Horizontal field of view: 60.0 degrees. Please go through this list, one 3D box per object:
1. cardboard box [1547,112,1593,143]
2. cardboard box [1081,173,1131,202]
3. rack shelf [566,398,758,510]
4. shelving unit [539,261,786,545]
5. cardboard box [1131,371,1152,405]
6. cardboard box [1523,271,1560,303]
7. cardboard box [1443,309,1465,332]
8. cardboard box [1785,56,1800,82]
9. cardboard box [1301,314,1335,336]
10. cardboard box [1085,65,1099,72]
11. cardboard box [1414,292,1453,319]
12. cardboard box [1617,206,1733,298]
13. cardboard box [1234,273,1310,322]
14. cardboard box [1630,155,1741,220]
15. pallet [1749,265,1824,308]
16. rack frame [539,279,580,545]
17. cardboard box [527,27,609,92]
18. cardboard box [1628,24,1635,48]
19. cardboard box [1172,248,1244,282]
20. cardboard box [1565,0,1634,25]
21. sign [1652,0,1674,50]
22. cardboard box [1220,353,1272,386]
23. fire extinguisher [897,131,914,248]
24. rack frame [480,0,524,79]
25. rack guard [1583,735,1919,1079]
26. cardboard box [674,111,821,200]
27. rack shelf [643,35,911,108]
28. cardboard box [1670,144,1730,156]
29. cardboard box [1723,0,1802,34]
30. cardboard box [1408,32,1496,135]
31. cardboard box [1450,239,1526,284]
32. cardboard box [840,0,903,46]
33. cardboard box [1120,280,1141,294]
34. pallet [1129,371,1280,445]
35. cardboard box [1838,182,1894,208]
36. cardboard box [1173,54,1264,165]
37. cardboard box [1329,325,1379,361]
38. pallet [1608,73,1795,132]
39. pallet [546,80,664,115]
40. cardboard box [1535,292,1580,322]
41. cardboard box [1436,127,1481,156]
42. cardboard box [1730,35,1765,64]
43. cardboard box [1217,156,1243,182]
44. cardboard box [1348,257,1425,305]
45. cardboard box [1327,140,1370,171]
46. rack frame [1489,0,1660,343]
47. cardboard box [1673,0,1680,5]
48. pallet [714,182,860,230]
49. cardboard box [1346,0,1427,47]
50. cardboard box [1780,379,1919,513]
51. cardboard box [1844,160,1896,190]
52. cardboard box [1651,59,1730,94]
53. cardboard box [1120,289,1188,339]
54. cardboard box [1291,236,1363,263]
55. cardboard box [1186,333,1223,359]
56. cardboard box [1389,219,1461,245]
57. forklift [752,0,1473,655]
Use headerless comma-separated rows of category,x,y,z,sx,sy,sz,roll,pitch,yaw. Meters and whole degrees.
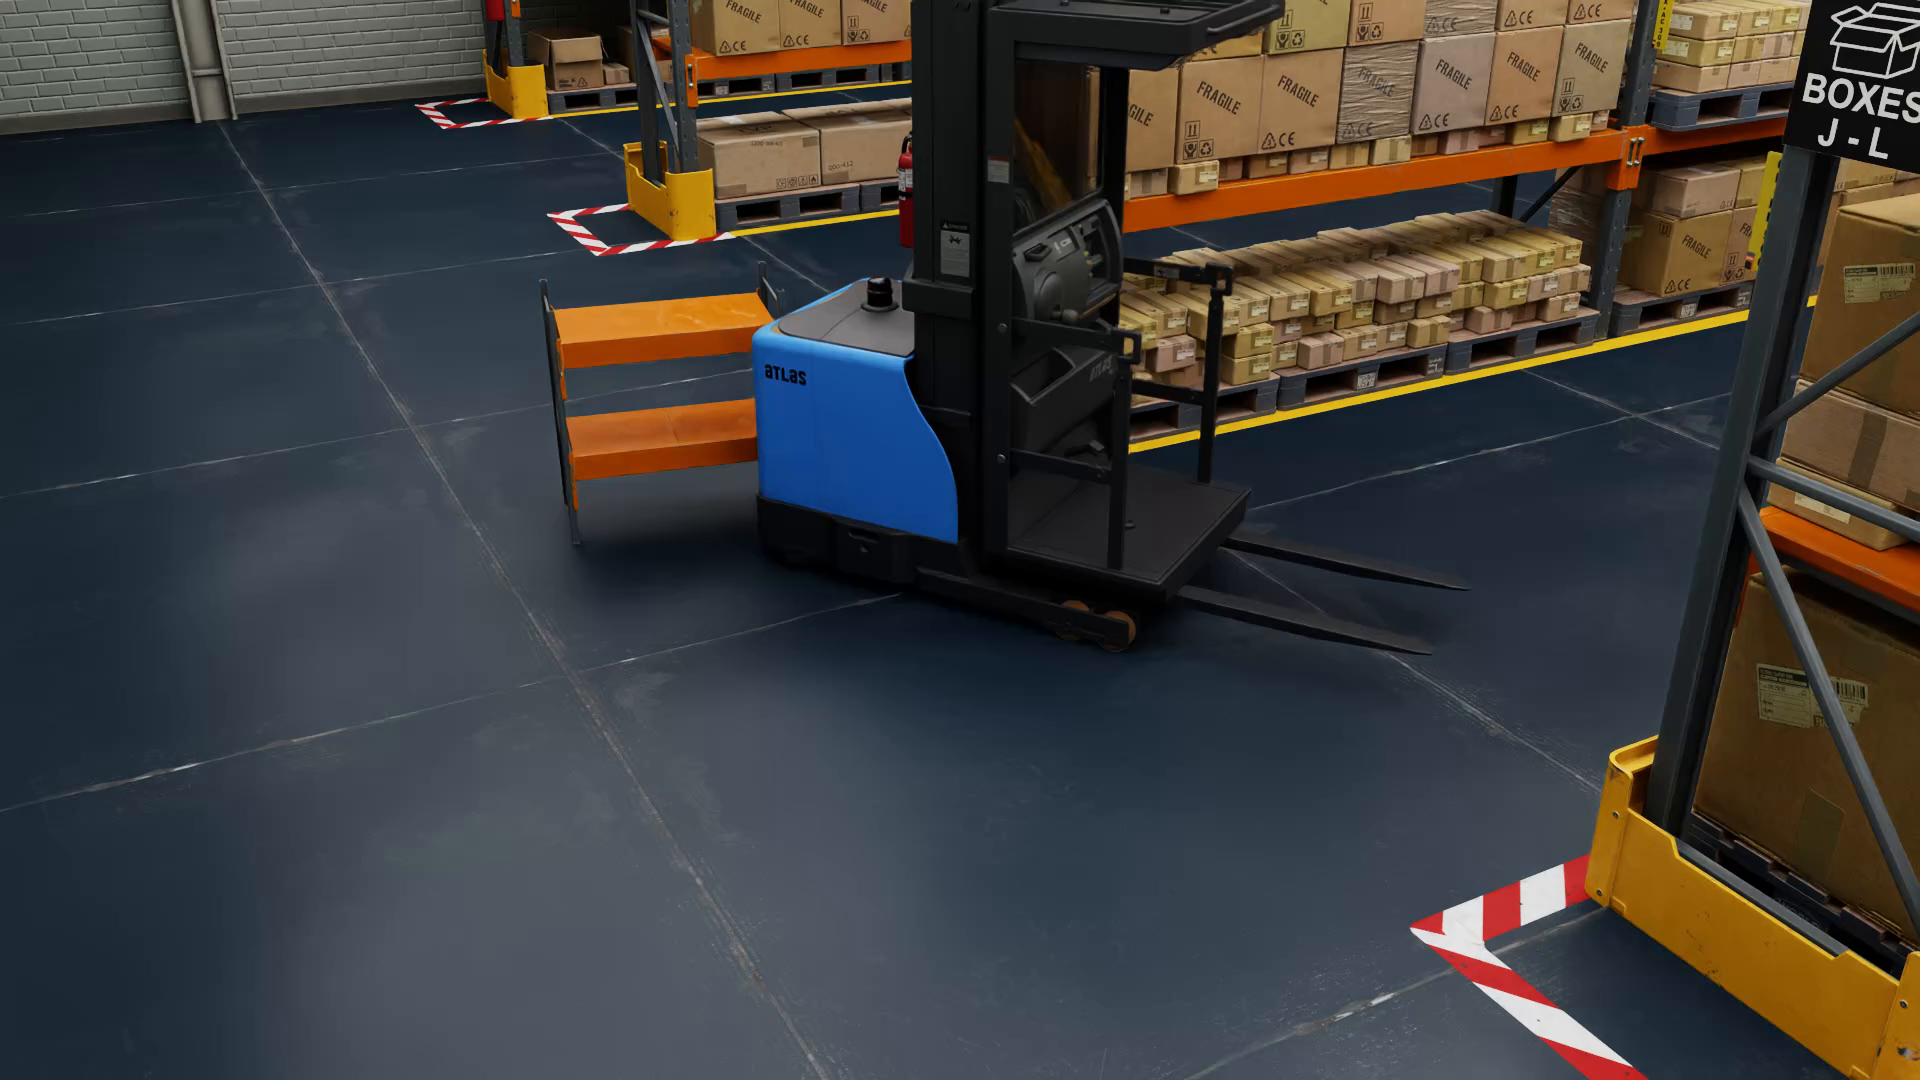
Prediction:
cardboard box,3.413,-2.418,9.611,0.250,0.149,0.380,-14,29,-26
cardboard box,0.642,-1.786,8.294,0.250,0.149,0.380,-13,29,-26
rack shelf,-1.362,-0.432,7.914,1.000,0.278,0.538,-7,27,-15
shelving unit,-1.362,-0.652,7.808,1.048,1.125,0.538,-7,27,-15
cardboard box,0.815,-0.847,8.857,0.250,0.149,0.380,-12,28,-24
cardboard box,3.370,-1.566,10.011,0.250,0.149,0.380,-14,29,-28
cardboard box,2.785,-1.360,9.927,0.250,0.149,0.380,-14,29,-26
cardboard box,4.982,-2.912,10.156,0.250,0.149,0.380,-13,28,-25
cardboard box,1.914,-1.295,9.447,0.250,0.149,0.380,-11,28,-22
cardboard box,0.723,-2.578,8.040,0.500,0.500,0.500,-13,29,-25
cardboard box,2.659,-1.432,9.731,0.250,0.149,0.380,-12,28,-24
cardboard box,4.508,-1.885,10.613,0.500,0.500,0.500,-12,28,-23
cardboard box,1.722,-1.347,9.211,0.250,0.149,0.380,-12,28,-23
cardboard box,4.508,-2.223,10.451,0.500,0.250,0.500,-14,29,-27
pallet,5.495,-1.925,11.516,1.213,0.211,1.003,-13,29,-25
rack frame,-1.849,-0.589,7.677,0.032,1.125,0.500,-7,27,-15
cardboard box,-3.971,-4.875,16.838,0.637,0.503,0.797,-14,29,-27
cardboard box,3.990,-3.140,10.285,0.250,0.149,0.380,-12,28,-24
cardboard box,1.436,-1.570,9.676,0.250,0.149,0.380,-12,28,-23
cardboard box,3.444,-3.204,9.343,0.500,0.500,0.500,-14,29,-27
sign,3.993,-2.958,9.444,0.005,0.325,0.100,-13,29,-25
cardboard box,1.500,-0.995,9.165,0.250,0.149,0.380,-13,28,-24
fire extinguisher,-0.238,-1.880,8.721,0.183,0.674,0.296,-13,29,-25
rack frame,-4.556,-5.723,16.204,0.127,3.000,1.000,-13,29,-25
rack guard,2.425,1.088,4.906,0.348,0.500,1.175,-13,29,-25
cardboard box,-1.681,-3.035,13.081,0.875,0.438,0.875,-14,29,-27
rack shelf,-0.452,-3.911,13.262,4.000,0.370,1.077,-13,29,-25
cardboard box,4.729,-2.521,11.072,0.500,0.250,0.500,-12,28,-23
cardboard box,4.766,-3.132,9.926,0.250,0.149,0.380,-13,28,-25
cardboard box,2.539,-2.540,9.115,0.500,0.500,0.500,-13,29,-25
cardboard box,3.117,-1.653,9.848,0.250,0.149,0.380,-13,29,-26
cardboard box,-0.767,-4.072,12.650,0.500,0.500,0.500,-13,29,-25
cardboard box,0.798,-1.365,9.248,0.250,0.149,0.380,-12,28,-24
pallet,1.002,-0.869,9.315,1.213,0.211,1.003,-13,29,-25
cardboard box,5.884,-2.198,11.265,0.500,0.500,0.500,-14,29,-27
cardboard box,1.188,-2.242,8.495,0.500,0.500,0.500,-13,29,-25
cardboard box,2.173,-1.167,9.524,0.250,0.149,0.380,-13,29,-25
pallet,4.474,-2.787,10.310,1.213,0.211,1.003,-13,29,-25
pallet,-3.786,-4.644,17.179,1.213,0.211,1.003,-13,29,-25
cardboard box,3.546,-1.467,10.149,0.250,0.149,0.380,-13,28,-24
cardboard box,2.685,-2.277,9.316,0.250,0.149,0.380,-14,29,-27
cardboard box,4.523,-2.941,9.872,0.250,0.149,0.380,-14,29,-26
cardboard box,1.274,-1.993,8.726,0.250,0.149,0.380,-12,28,-23
cardboard box,2.424,-1.480,9.488,0.250,0.149,0.380,-14,29,-27
cardboard box,1.994,-2.123,8.997,0.250,0.149,0.380,-12,28,-23
rack frame,3.731,-2.773,10.060,0.127,3.000,1.000,-13,29,-25
cardboard box,4.230,-3.329,10.335,0.250,0.149,0.380,-14,29,-27
pallet,-1.548,-2.764,13.263,1.213,0.211,1.003,-13,29,-25
cardboard box,2.083,-2.886,8.681,0.500,0.500,0.500,-14,29,-27
cardboard box,2.749,-0.310,4.760,0.500,0.250,0.500,-13,29,-26
cardboard box,5.884,-2.544,11.120,0.500,0.250,0.500,-12,28,-24
cardboard box,4.295,-2.754,9.825,0.250,0.149,0.380,-14,29,-28
cardboard box,1.011,-1.210,8.925,0.250,0.149,0.380,-12,28,-24
cardboard box,2.175,-1.681,9.907,0.250,0.149,0.380,-14,29,-27
cardboard box,1.228,-1.123,9.088,0.250,0.149,0.380,-13,28,-24
cardboard box,2.859,-1.850,10.260,0.250,0.149,0.380,-13,29,-26
forklift,0.627,-1.126,6.709,3.031,2.935,1.130,13,29,26
